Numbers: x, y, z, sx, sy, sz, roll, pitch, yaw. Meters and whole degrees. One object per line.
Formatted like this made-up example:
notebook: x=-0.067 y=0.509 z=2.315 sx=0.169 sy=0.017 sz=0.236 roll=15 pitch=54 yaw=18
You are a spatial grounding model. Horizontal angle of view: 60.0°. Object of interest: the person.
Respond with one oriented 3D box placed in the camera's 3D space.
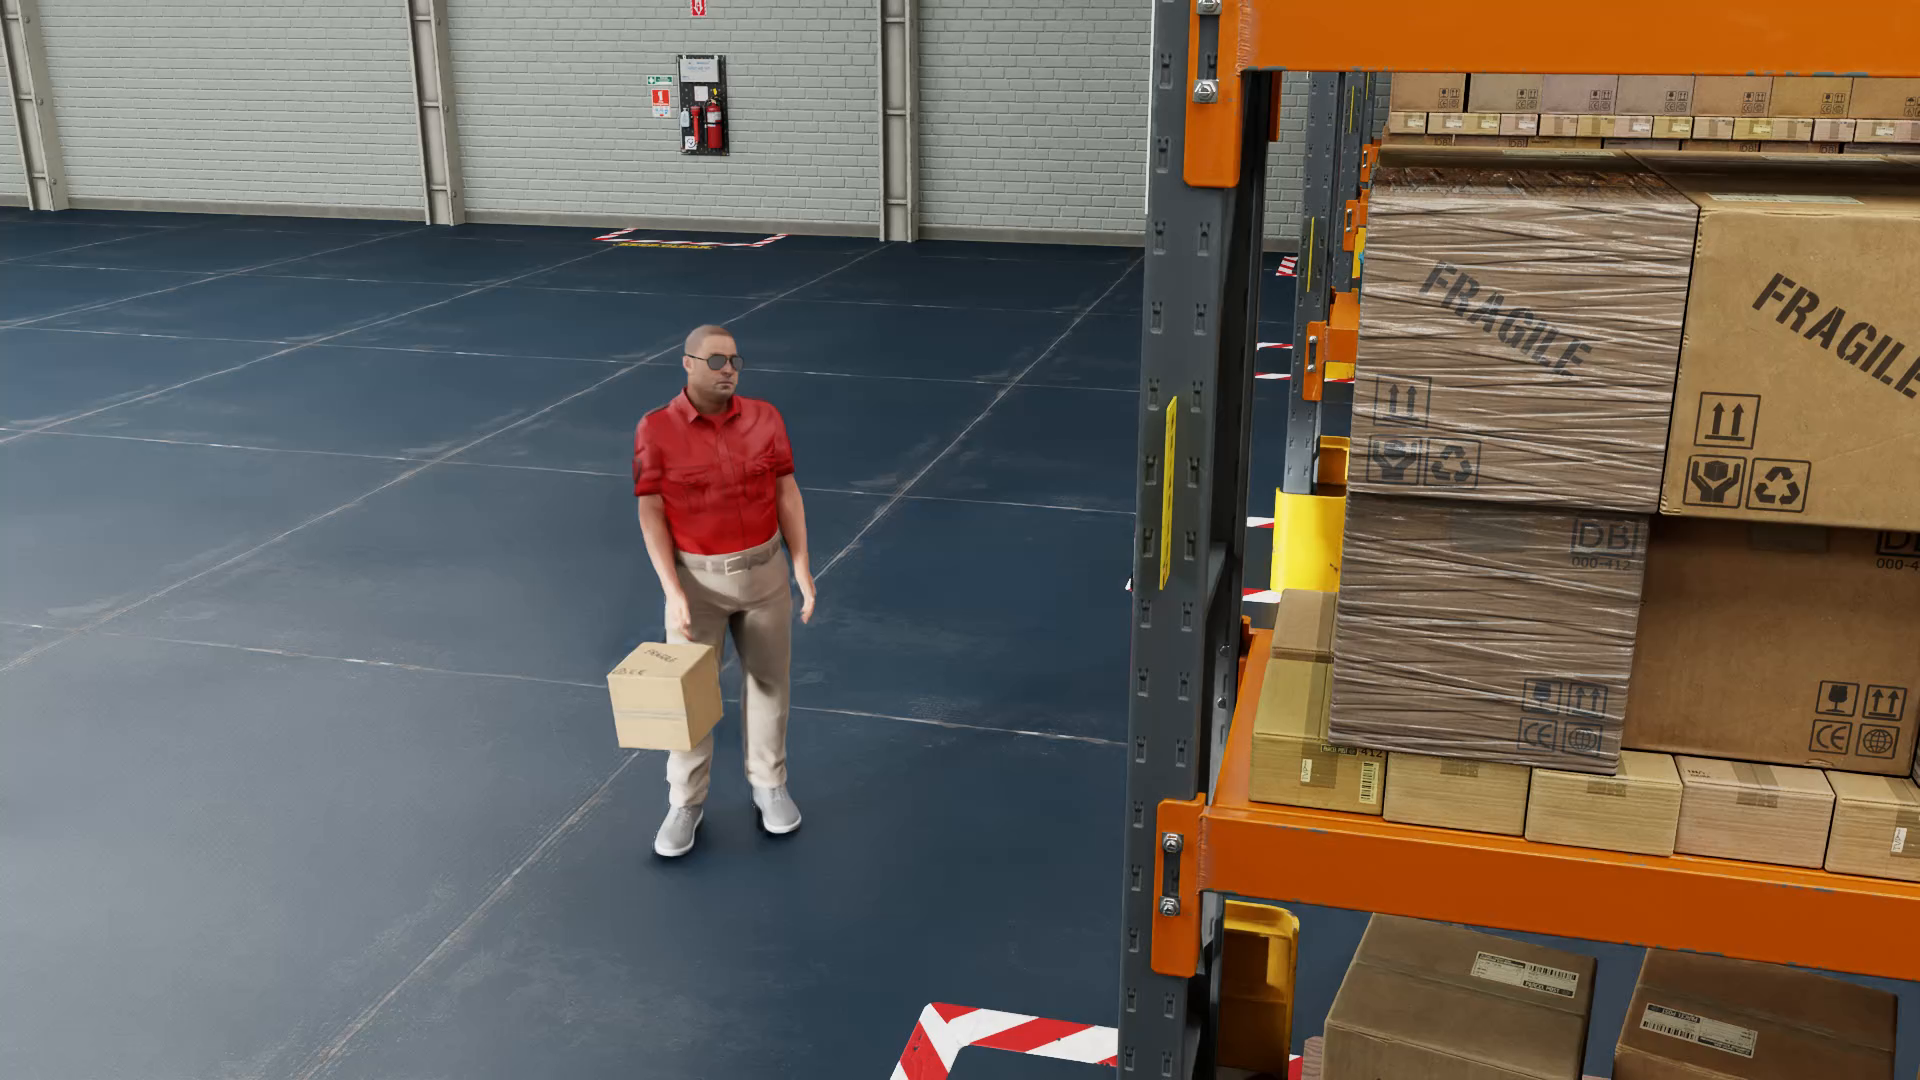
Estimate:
person: x=-0.794 y=0.162 z=5.532 sx=0.596 sy=1.740 sz=0.400 roll=-8 pitch=20 yaw=-23
